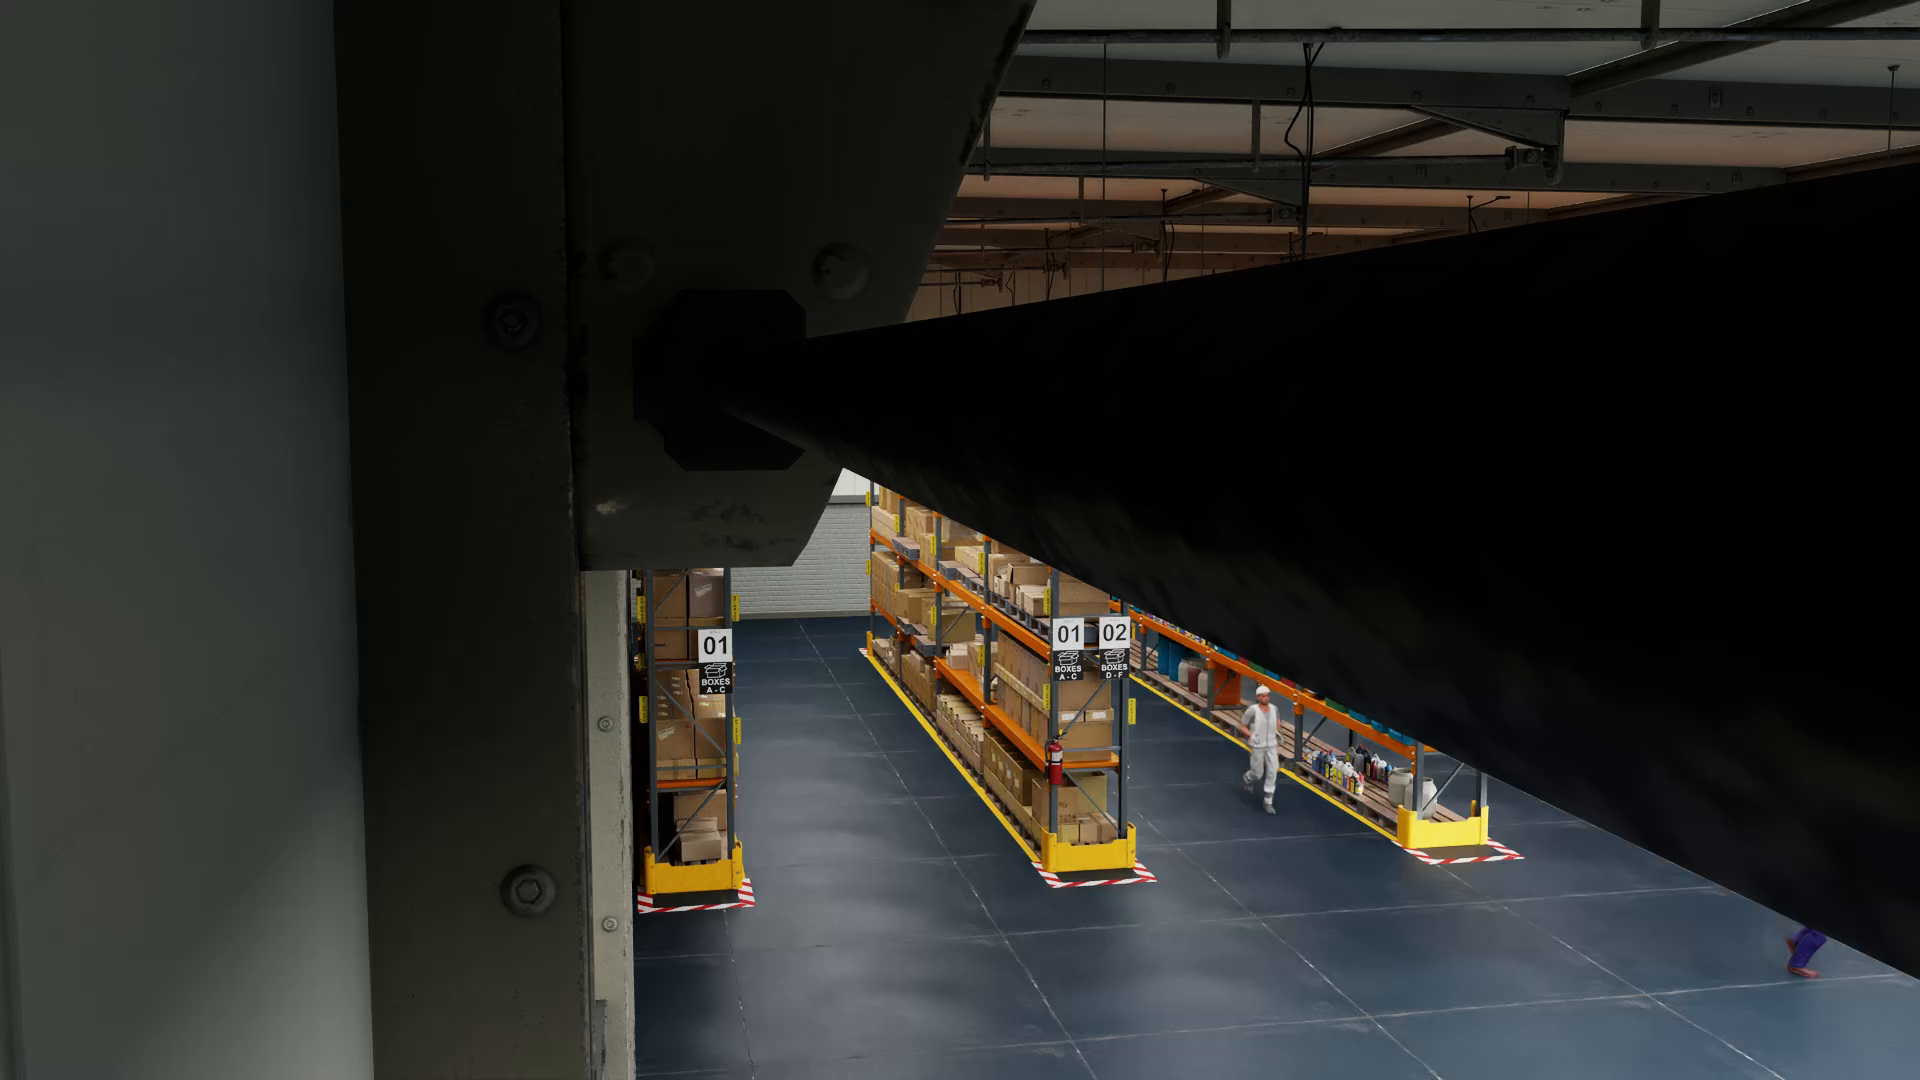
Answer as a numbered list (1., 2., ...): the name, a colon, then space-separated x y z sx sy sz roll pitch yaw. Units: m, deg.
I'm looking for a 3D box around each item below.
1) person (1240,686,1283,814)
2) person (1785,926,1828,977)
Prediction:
1. person: 4.339 2.967 23.876 0.656 1.783 0.899 -1 6 -13
2. person: 8.905 3.729 17.275 0.527 1.615 0.657 2 6 16
